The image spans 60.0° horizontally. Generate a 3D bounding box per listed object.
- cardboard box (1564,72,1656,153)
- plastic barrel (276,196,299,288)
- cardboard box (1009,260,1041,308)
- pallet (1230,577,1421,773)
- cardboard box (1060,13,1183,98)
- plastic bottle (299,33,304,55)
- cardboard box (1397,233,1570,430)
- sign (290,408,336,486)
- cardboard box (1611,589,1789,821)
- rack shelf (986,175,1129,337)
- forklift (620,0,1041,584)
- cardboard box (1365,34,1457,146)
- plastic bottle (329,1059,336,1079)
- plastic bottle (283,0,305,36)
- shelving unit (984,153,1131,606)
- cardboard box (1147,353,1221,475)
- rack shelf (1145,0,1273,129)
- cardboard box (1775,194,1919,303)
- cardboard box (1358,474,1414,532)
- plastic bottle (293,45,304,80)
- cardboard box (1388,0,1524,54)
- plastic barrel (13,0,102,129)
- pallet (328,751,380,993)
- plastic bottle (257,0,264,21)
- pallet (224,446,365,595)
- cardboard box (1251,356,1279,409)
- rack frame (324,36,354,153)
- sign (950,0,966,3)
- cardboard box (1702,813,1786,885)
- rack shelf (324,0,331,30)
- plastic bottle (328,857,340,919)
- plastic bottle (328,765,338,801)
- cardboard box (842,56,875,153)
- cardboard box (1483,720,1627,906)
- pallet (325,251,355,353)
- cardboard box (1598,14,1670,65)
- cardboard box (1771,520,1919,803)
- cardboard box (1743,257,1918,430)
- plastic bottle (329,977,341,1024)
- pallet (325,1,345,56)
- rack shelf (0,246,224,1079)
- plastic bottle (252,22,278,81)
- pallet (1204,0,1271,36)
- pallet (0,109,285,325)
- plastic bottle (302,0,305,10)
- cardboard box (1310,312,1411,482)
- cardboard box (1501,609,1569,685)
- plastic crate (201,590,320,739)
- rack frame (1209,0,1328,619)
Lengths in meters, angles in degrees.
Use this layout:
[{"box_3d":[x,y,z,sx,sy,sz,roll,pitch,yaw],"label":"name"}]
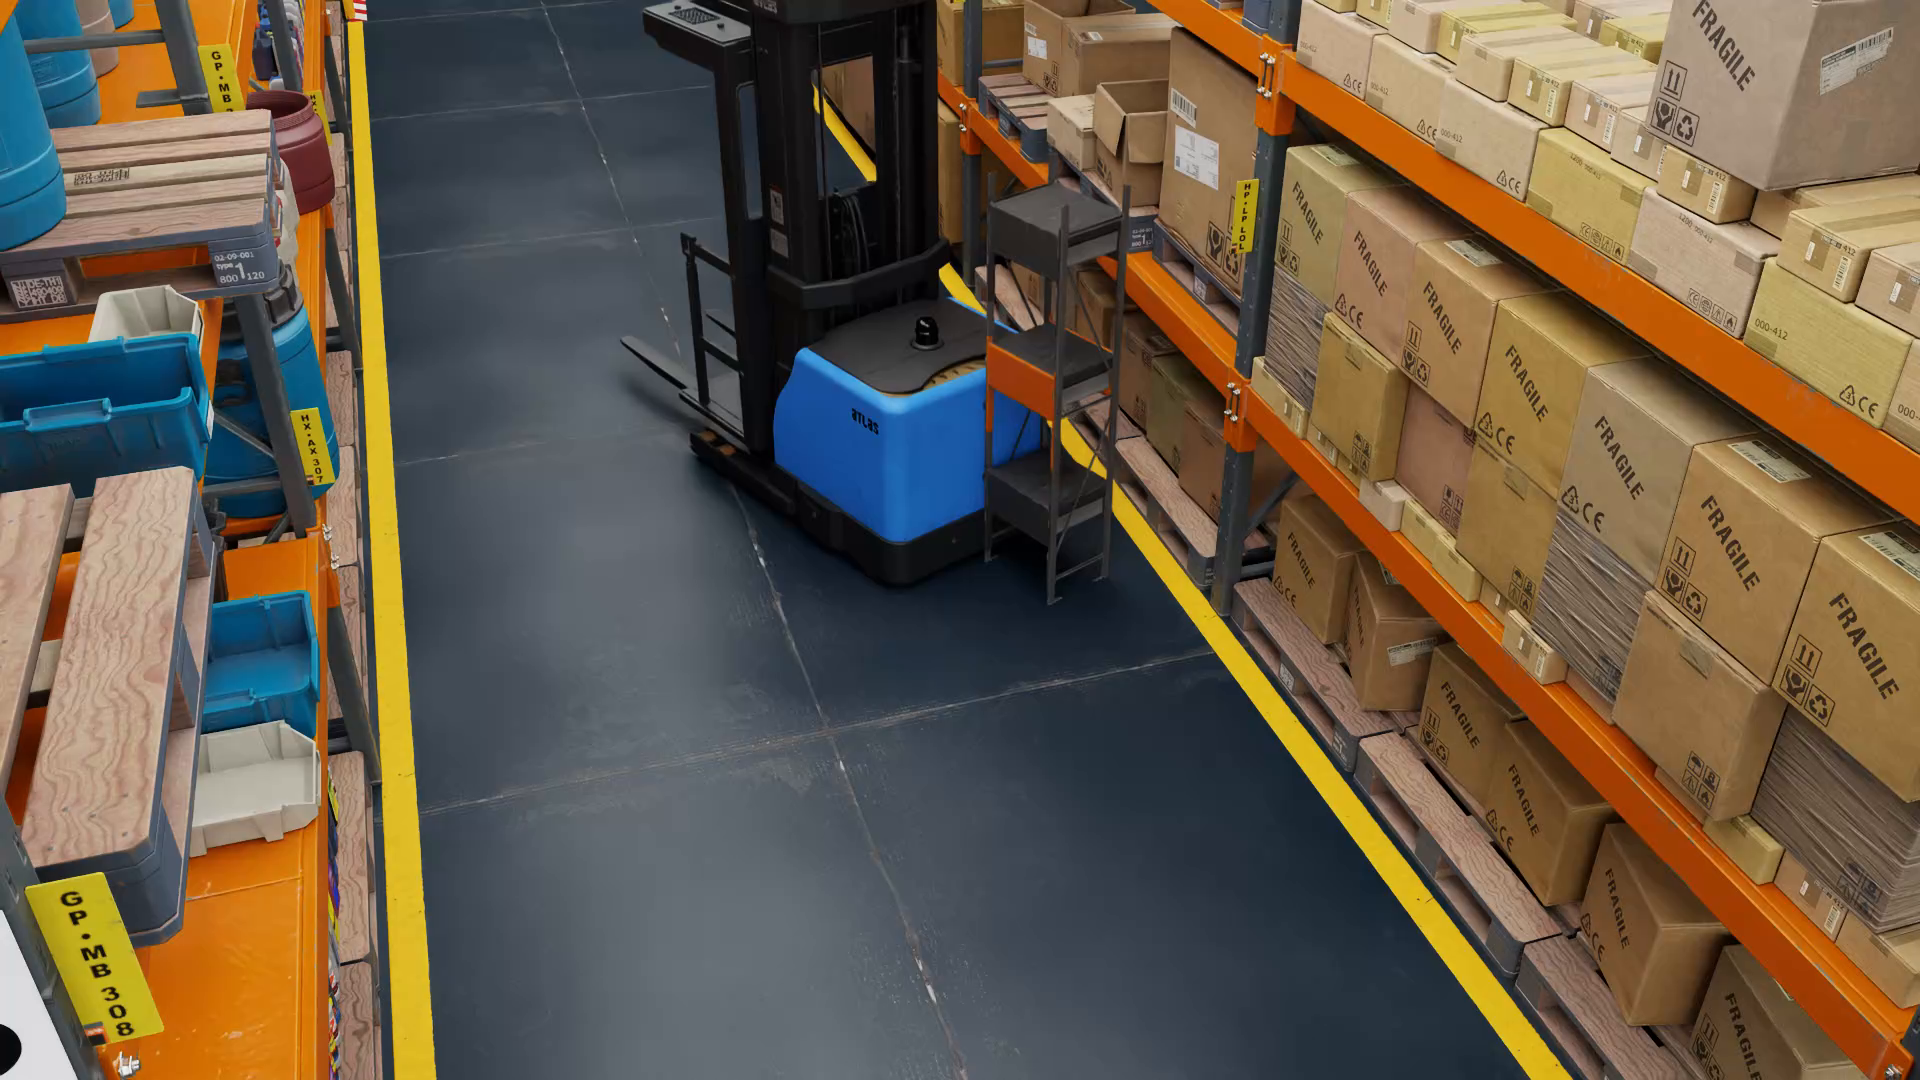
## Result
[{"box_3d":[2.085,-1.307,5.061,0.380,0.149,0.250,-9,35,-14],"label":"cardboard box"},{"box_3d":[-3.421,-1.357,7.960,0.433,0.535,0.433,0,33,0],"label":"plastic barrel"},{"box_3d":[0.738,-1.874,10.734,0.700,0.500,0.500,-12,35,-17],"label":"cardboard box"},{"box_3d":[1.973,0.528,7.760,1.003,0.211,1.213,-10,35,-15],"label":"pallet"},{"box_3d":[0.983,-2.746,9.713,0.700,0.500,0.500,-5,34,-8],"label":"cardboard box"},{"box_3d":[-4.556,-3.409,11.368,0.097,0.201,0.097,0,33,0],"label":"plastic bottle"},{"box_3d":[1.936,-0.761,5.914,0.500,0.500,0.500,-10,35,-15],"label":"cardboard box"},{"box_3d":[-2.455,-0.351,6.310,0.100,0.325,0.005,-10,35,-15],"label":"sign"},{"box_3d":[2.546,0.416,5.038,0.875,0.500,0.500,-10,35,-15],"label":"cardboard box"},{"box_3d":[0.438,-1.297,7.563,0.431,0.518,0.480,-24,41,-32],"label":"rack shelf"},{"box_3d":[-0.872,-1.748,8.737,1.130,2.935,3.031,-24,41,-32],"label":"forklift"},{"box_3d":[1.794,-1.615,5.888,0.500,0.250,0.500,-10,35,-15],"label":"cardboard box"},{"box_3d":[-2.070,1.774,5.409,0.061,0.283,0.133,-9,35,-14],"label":"plastic bottle"},{"box_3d":[-4.729,-3.688,11.724,0.152,0.276,0.135,-10,35,-15],"label":"plastic bottle"},{"box_3d":[0.438,-0.724,7.942,0.431,2.100,0.503,-24,41,-32],"label":"shelving unit"},{"box_3d":[1.440,-0.702,8.960,0.700,0.500,0.500,-10,35,-15],"label":"cardboard box"},{"box_3d":[1.125,-2.983,8.476,1.077,0.370,4.000,-10,35,-15],"label":"rack shelf"},{"box_3d":[2.318,-0.740,4.202,0.380,0.149,0.250,-10,35,-14],"label":"cardboard box"},{"box_3d":[1.803,-0.186,6.538,0.380,0.149,0.250,-10,35,-15],"label":"cardboard box"},{"box_3d":[-4.388,-3.149,10.911,0.097,0.271,0.097,0,33,0],"label":"plastic bottle"},{"box_3d":[1.749,-1.840,5.867,0.380,0.149,0.250,-10,35,-14],"label":"cardboard box"},{"box_3d":[-3.344,-1.840,5.639,0.600,0.901,0.708,-10,35,-15],"label":"plastic barrel"},{"box_3d":[-2.817,1.374,6.479,1.003,0.211,1.213,-10,35,-15],"label":"pallet"},{"box_3d":[-4.911,-3.780,11.794,0.144,0.351,0.185,-10,35,-15],"label":"plastic bottle"},{"box_3d":[-3.635,-0.033,8.609,1.003,0.211,1.213,-10,35,-15],"label":"pallet"},{"box_3d":[1.514,-0.714,7.337,0.380,0.149,0.250,-10,35,-15],"label":"cardboard box"},{"box_3d":[-5.423,-4.349,12.611,1.000,3.000,0.127,-10,35,-15],"label":"rack frame"},{"box_3d":[-0.013,-3.470,10.230,0.100,0.325,0.005,-10,35,-15],"label":"sign"},{"box_3d":[2.470,0.854,4.965,0.380,0.149,0.250,-10,35,-15],"label":"cardboard box"},{"box_3d":[-6.033,-5.099,14.399,1.077,0.370,4.000,-10,35,-15],"label":"rack shelf"},{"box_3d":[-2.363,1.270,6.173,0.061,0.283,0.133,-8,34,-12],"label":"plastic bottle"},{"box_3d":[-2.575,0.973,6.696,0.097,0.201,0.097,0,33,0],"label":"plastic bottle"},{"box_3d":[-0.218,-3.669,13.129,1.225,0.875,0.875,-11,35,-16],"label":"cardboard box"},{"box_3d":[2.392,1.015,6.379,0.500,0.500,0.500,-7,34,-10],"label":"cardboard box"},{"box_3d":[-4.483,-1.493,10.818,1.003,0.211,1.213,-10,35,-15],"label":"pallet"},{"box_3d":[2.380,-1.654,5.586,0.380,0.149,0.250,-9,34,-13],"label":"cardboard box"},{"box_3d":[2.552,0.288,4.326,0.500,0.500,0.500,-10,35,-15],"label":"cardboard box"},{"box_3d":[2.411,-0.543,4.266,0.500,0.250,0.500,-10,35,-14],"label":"cardboard box"},{"box_3d":[-2.215,1.563,5.740,0.097,0.271,0.097,0,33,0],"label":"plastic bottle"},{"box_3d":[-6.428,-4.847,15.893,1.003,0.211,1.213,-10,35,-15],"label":"pallet"},{"box_3d":[-2.372,-0.050,4.037,1.077,0.370,4.000,-10,35,-15],"label":"rack shelf"},{"box_3d":[-4.598,-3.227,10.957,0.144,0.351,0.185,-10,35,-15],"label":"plastic bottle"},{"box_3d":[1.648,-2.497,7.258,1.213,0.211,1.003,-10,35,-15],"label":"pallet"},{"box_3d":[-2.669,-0.959,4.932,1.213,0.211,1.003,-10,35,-15],"label":"pallet"},{"box_3d":[-4.880,-4.034,12.240,0.061,0.283,0.133,-10,35,-15],"label":"plastic bottle"},{"box_3d":[1.932,-0.633,6.626,0.875,0.500,0.500,-10,35,-15],"label":"cardboard box"},{"box_3d":[2.114,0.338,5.745,0.380,0.149,0.250,-10,35,-15],"label":"cardboard box"},{"box_3d":[-2.386,0.448,5.486,0.499,0.251,0.616,-10,35,-15],"label":"plastic crate"},{"box_3d":[1.735,-0.982,7.515,1.000,3.000,0.127,-10,35,-15],"label":"rack frame"}]
